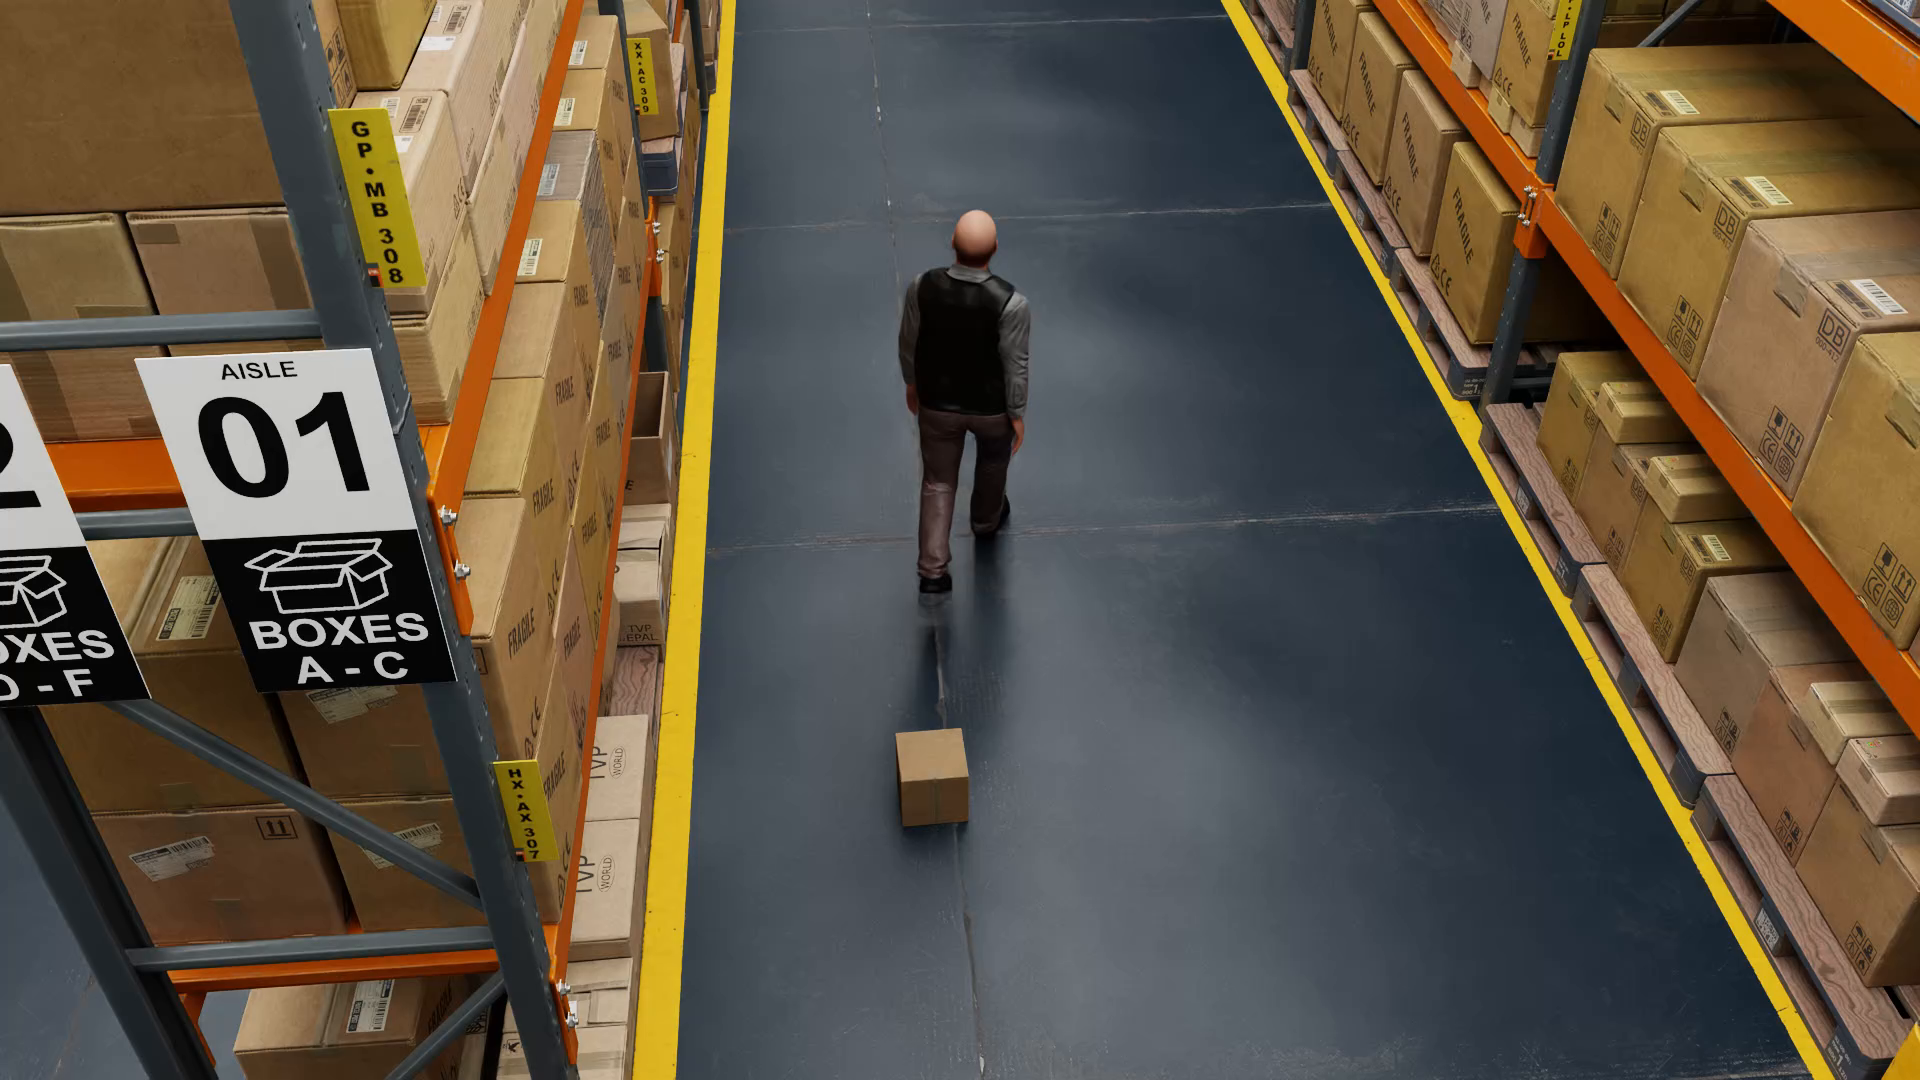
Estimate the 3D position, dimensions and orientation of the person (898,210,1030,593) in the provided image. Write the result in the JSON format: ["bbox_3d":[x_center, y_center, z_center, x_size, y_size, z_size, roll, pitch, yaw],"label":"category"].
[{"bbox_3d":[0.007,-0.552,6.859,0.550,1.691,0.936,7,39,9],"label":"person"}]
